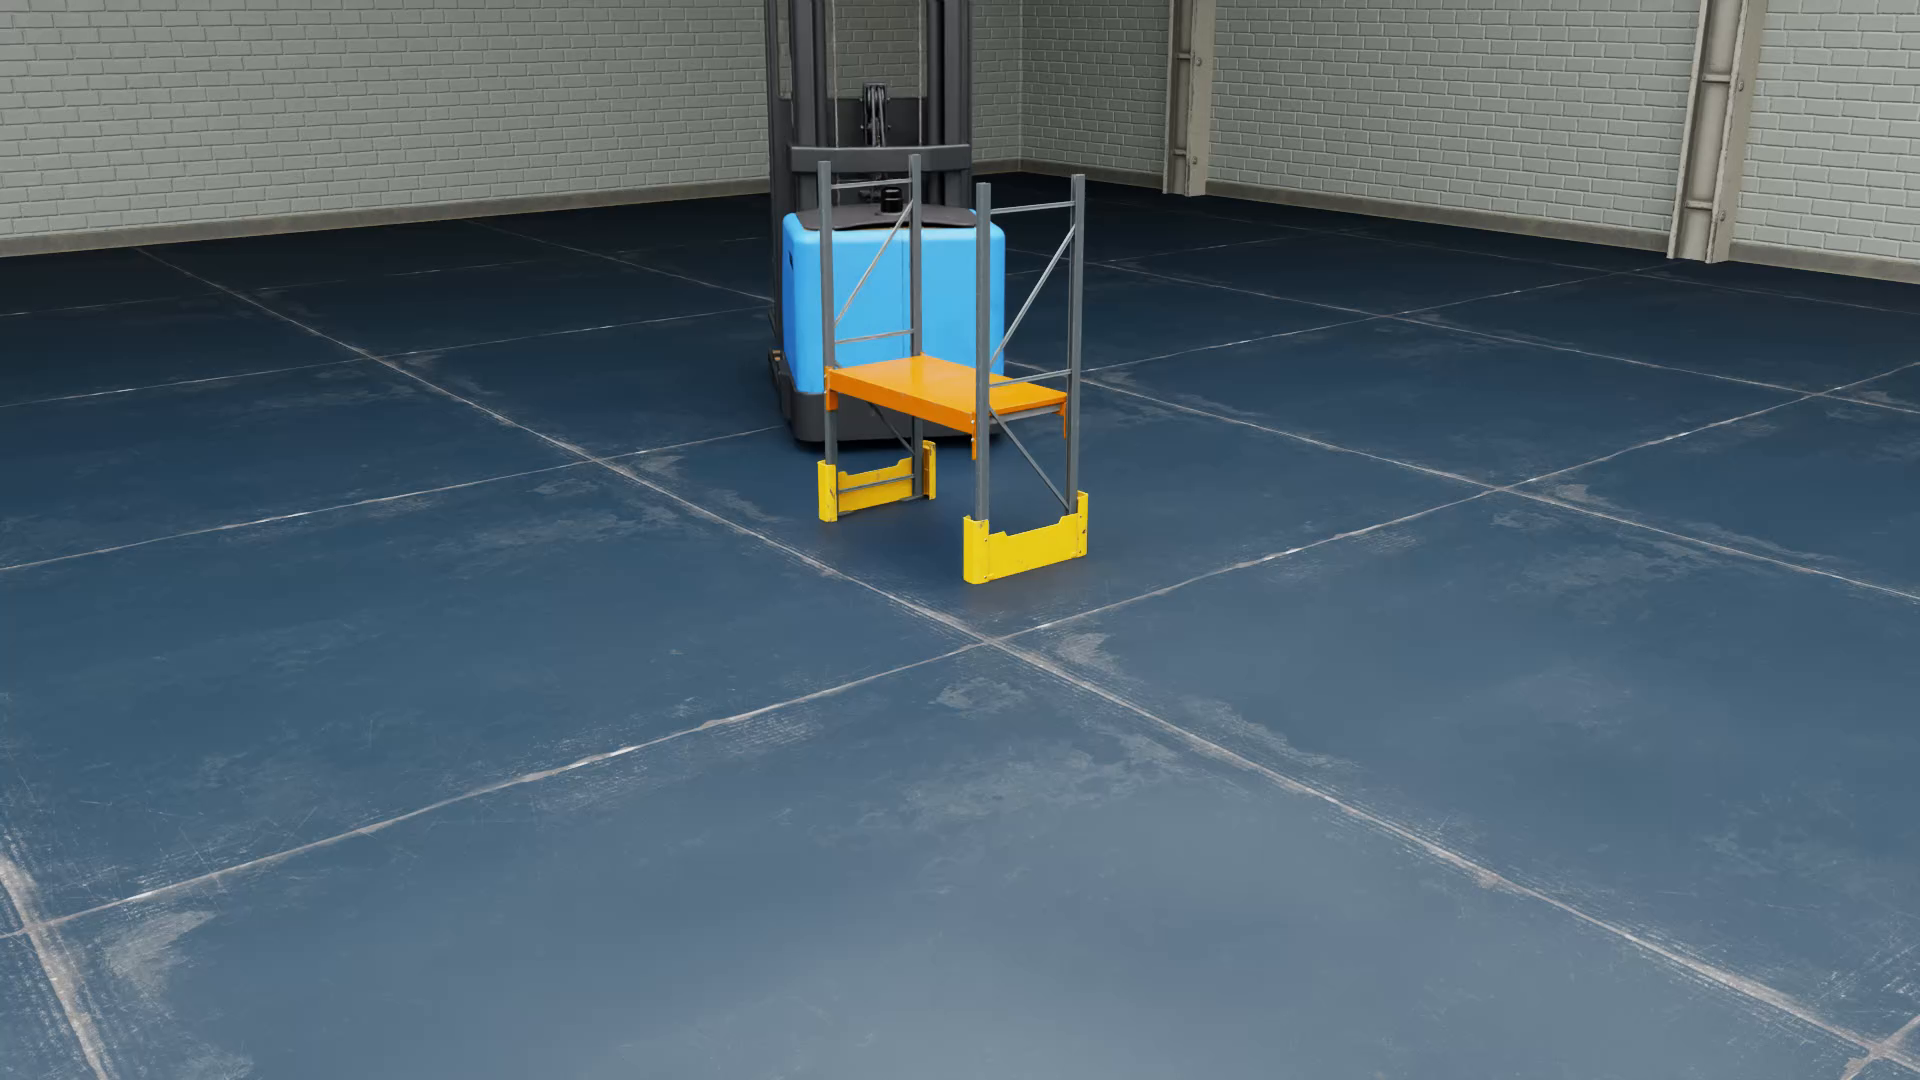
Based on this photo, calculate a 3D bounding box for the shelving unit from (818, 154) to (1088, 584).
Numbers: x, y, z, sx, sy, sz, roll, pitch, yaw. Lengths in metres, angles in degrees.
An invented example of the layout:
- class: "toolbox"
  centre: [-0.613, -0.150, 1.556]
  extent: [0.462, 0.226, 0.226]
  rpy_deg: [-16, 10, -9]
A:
- class: "shelving unit"
  centre: [-0.047, -0.731, 6.683]
  extent: [0.587, 1.500, 1.083]
  rpy_deg: [-14, 23, -36]

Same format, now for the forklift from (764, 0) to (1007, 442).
- class: "forklift"
  centre: [-0.521, -2.290, 9.115]
  extent: [1.130, 2.935, 3.031]
  rpy_deg: [-3, 19, -9]

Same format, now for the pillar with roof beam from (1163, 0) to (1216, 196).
- class: "pillar with roof beam"
  centre: [-0.877, -7.282, 14.537]
  extent: [9.100, 9.000, 0.400]
  rpy_deg: [-14, 23, -36]

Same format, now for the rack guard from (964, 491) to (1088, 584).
- class: "rack guard"
  centre: [0.262, -0.015, 6.509]
  extent: [0.587, 0.250, 0.087]
  rpy_deg: [-14, 23, -36]

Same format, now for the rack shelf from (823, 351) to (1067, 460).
- class: "rack shelf"
  centre: [-0.053, -0.562, 6.747]
  extent: [0.538, 0.185, 1.000]
  rpy_deg: [-14, 23, -36]

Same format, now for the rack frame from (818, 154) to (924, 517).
- class: "rack frame"
  centre: [-0.369, -0.858, 7.069]
  extent: [0.500, 1.500, 0.032]
  rpy_deg: [-14, 23, -36]

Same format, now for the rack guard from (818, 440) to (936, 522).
- class: "rack guard"
  centre: [-0.357, -0.260, 7.251]
  extent: [0.587, 0.250, 0.087]
  rpy_deg: [-14, 23, -36]

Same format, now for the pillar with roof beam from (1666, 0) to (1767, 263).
- class: "pillar with roof beam"
  centre: [2.848, -5.803, 10.072]
  extent: [9.100, 9.000, 0.400]
  rpy_deg: [-14, 23, -36]

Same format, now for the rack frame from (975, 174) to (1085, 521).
- class: "rack frame"
  centre: [0.263, -0.608, 6.312]
  extent: [0.500, 1.500, 0.032]
  rpy_deg: [-14, 23, -36]
